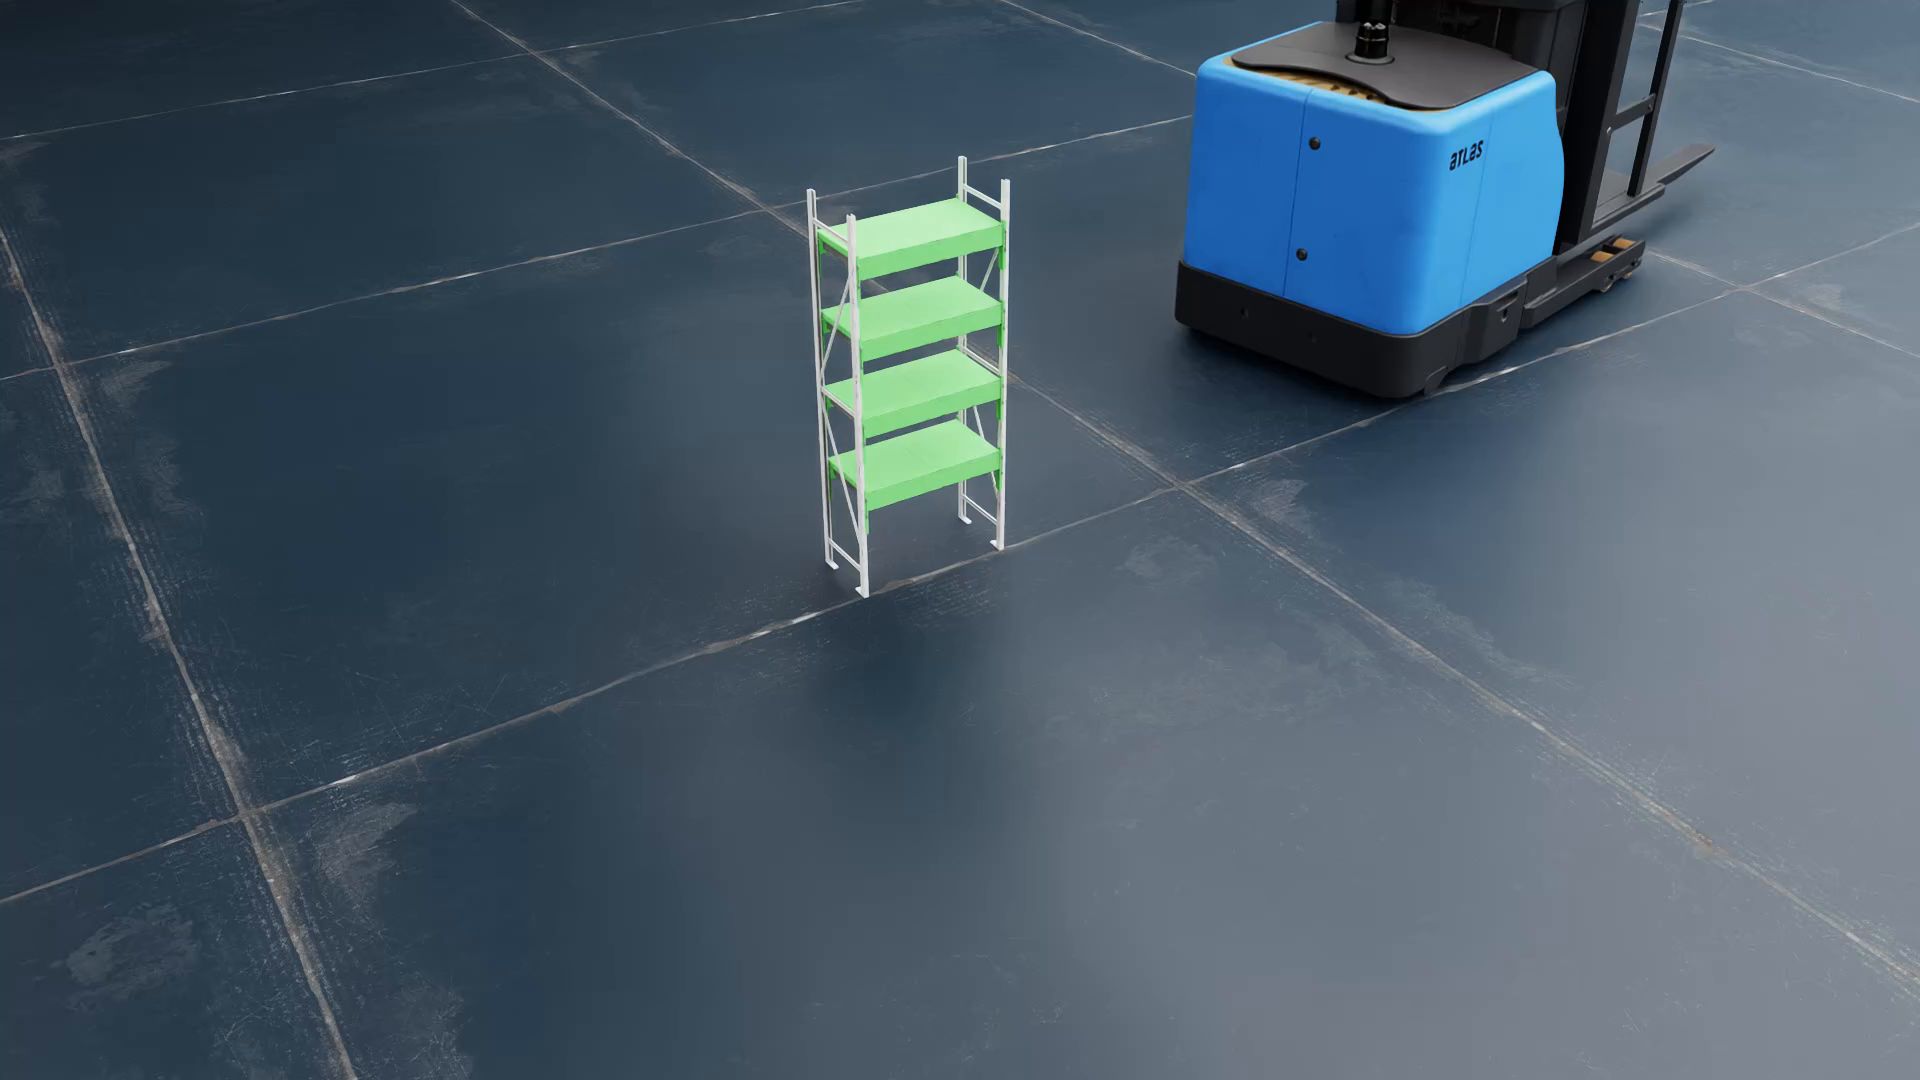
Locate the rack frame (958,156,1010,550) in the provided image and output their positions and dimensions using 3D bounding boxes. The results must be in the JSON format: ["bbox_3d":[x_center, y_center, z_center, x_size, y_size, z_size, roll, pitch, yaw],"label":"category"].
[{"bbox_3d":[0.066,-0.530,4.966,0.015,1.200,0.240,-19,37,-27],"label":"rack frame"}]

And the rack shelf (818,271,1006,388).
[{"bbox_3d":[-0.139,-0.609,4.760,0.480,0.148,0.258,-19,37,-27],"label":"rack shelf"}]

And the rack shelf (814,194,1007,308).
[{"bbox_3d":[-0.139,-0.812,4.632,0.480,0.148,0.258,-19,37,-27],"label":"rack shelf"}]

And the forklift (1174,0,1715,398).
[{"bbox_3d":[2.225,-2.433,6.360,1.130,2.935,3.031,27,41,36],"label":"forklift"}]

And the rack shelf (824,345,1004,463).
[{"bbox_3d":[-0.139,-0.406,4.888,0.480,0.148,0.258,-19,37,-27],"label":"rack shelf"}]

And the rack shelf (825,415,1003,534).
[{"bbox_3d":[-0.139,-0.203,5.016,0.480,0.148,0.258,-19,37,-27],"label":"rack shelf"}]

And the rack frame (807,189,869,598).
[{"bbox_3d":[-0.344,-0.389,4.742,0.015,1.200,0.240,-19,37,-27],"label":"rack frame"}]

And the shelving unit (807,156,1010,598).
[{"bbox_3d":[-0.139,-0.460,4.854,0.503,1.200,0.258,-19,37,-27],"label":"shelving unit"}]
